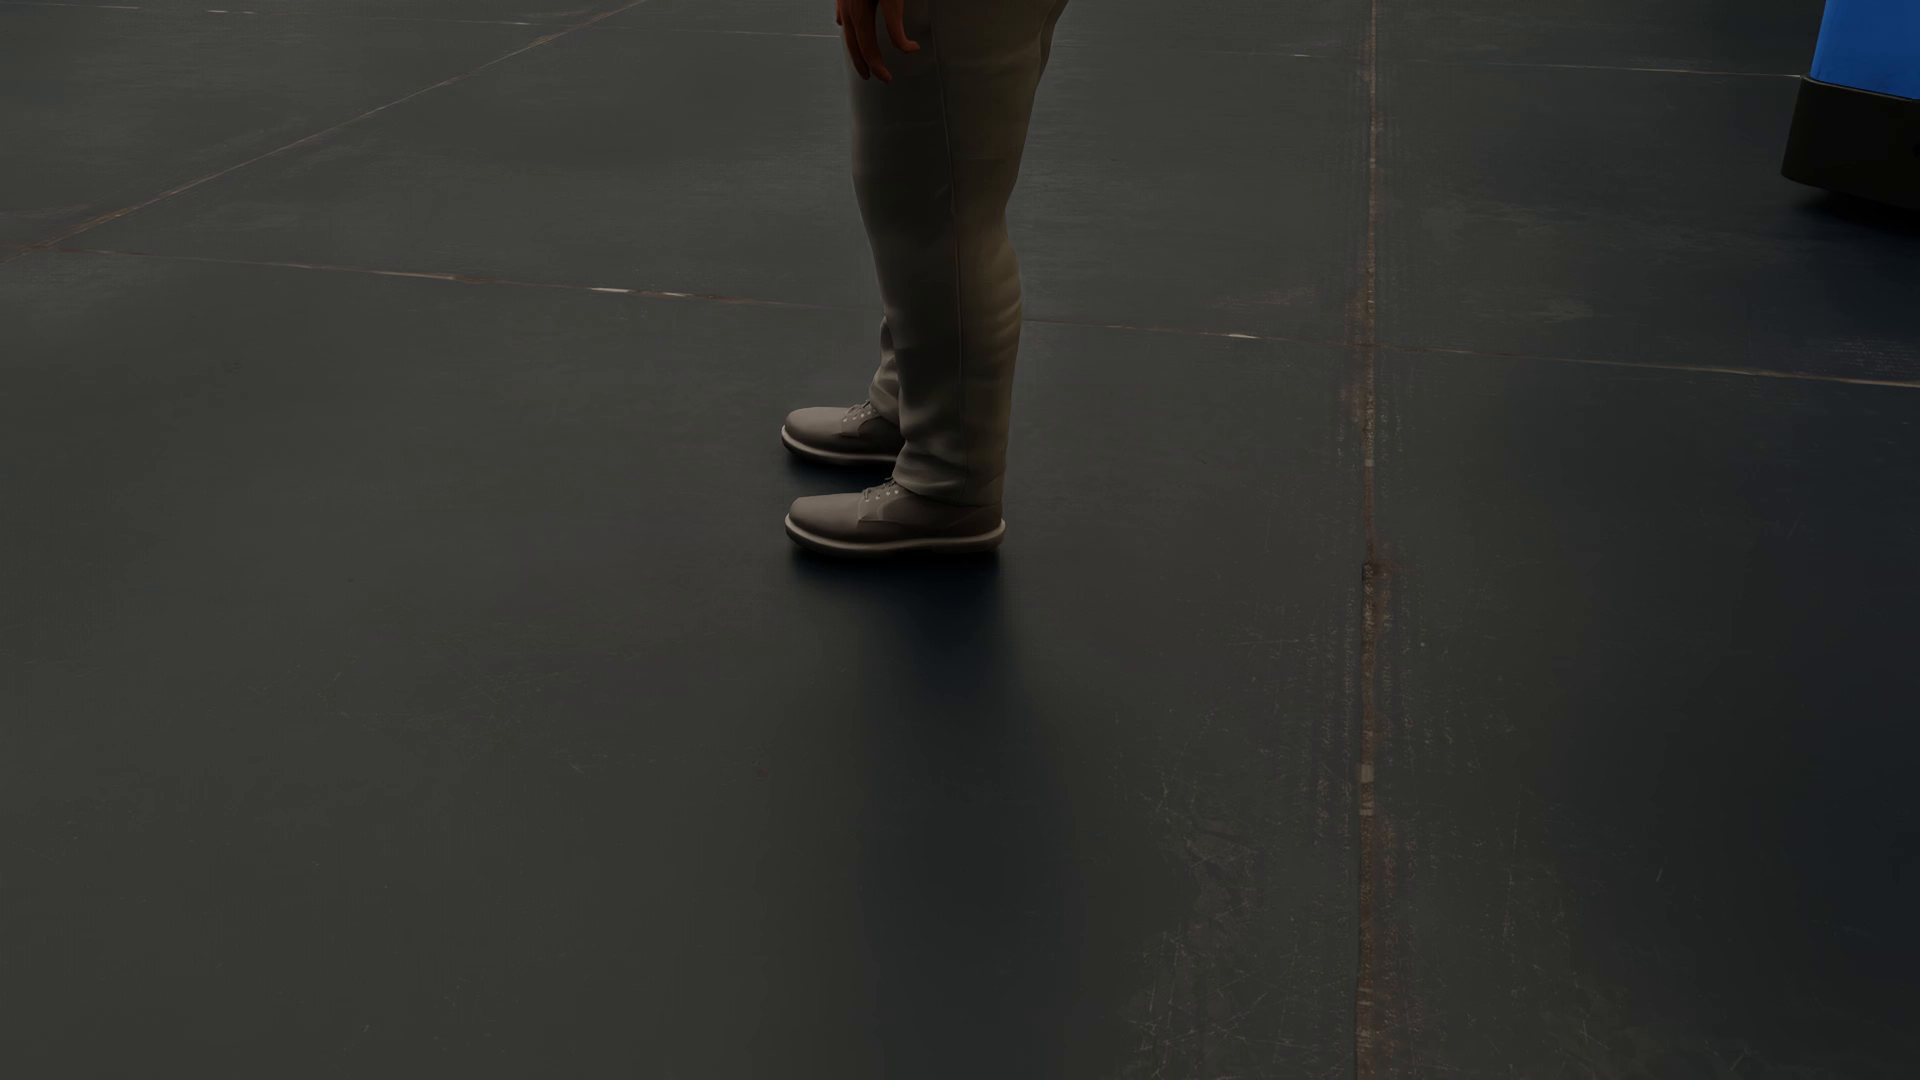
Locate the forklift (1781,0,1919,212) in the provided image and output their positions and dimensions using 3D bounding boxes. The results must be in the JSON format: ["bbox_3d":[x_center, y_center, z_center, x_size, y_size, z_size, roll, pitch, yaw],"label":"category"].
[{"bbox_3d":[3.570,-2.309,3.822,3.031,2.935,1.130,-15,31,-28],"label":"forklift"}]

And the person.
[{"bbox_3d":[-0.074,-0.815,2.120,0.574,1.780,0.641,6,27,11],"label":"person"}]
